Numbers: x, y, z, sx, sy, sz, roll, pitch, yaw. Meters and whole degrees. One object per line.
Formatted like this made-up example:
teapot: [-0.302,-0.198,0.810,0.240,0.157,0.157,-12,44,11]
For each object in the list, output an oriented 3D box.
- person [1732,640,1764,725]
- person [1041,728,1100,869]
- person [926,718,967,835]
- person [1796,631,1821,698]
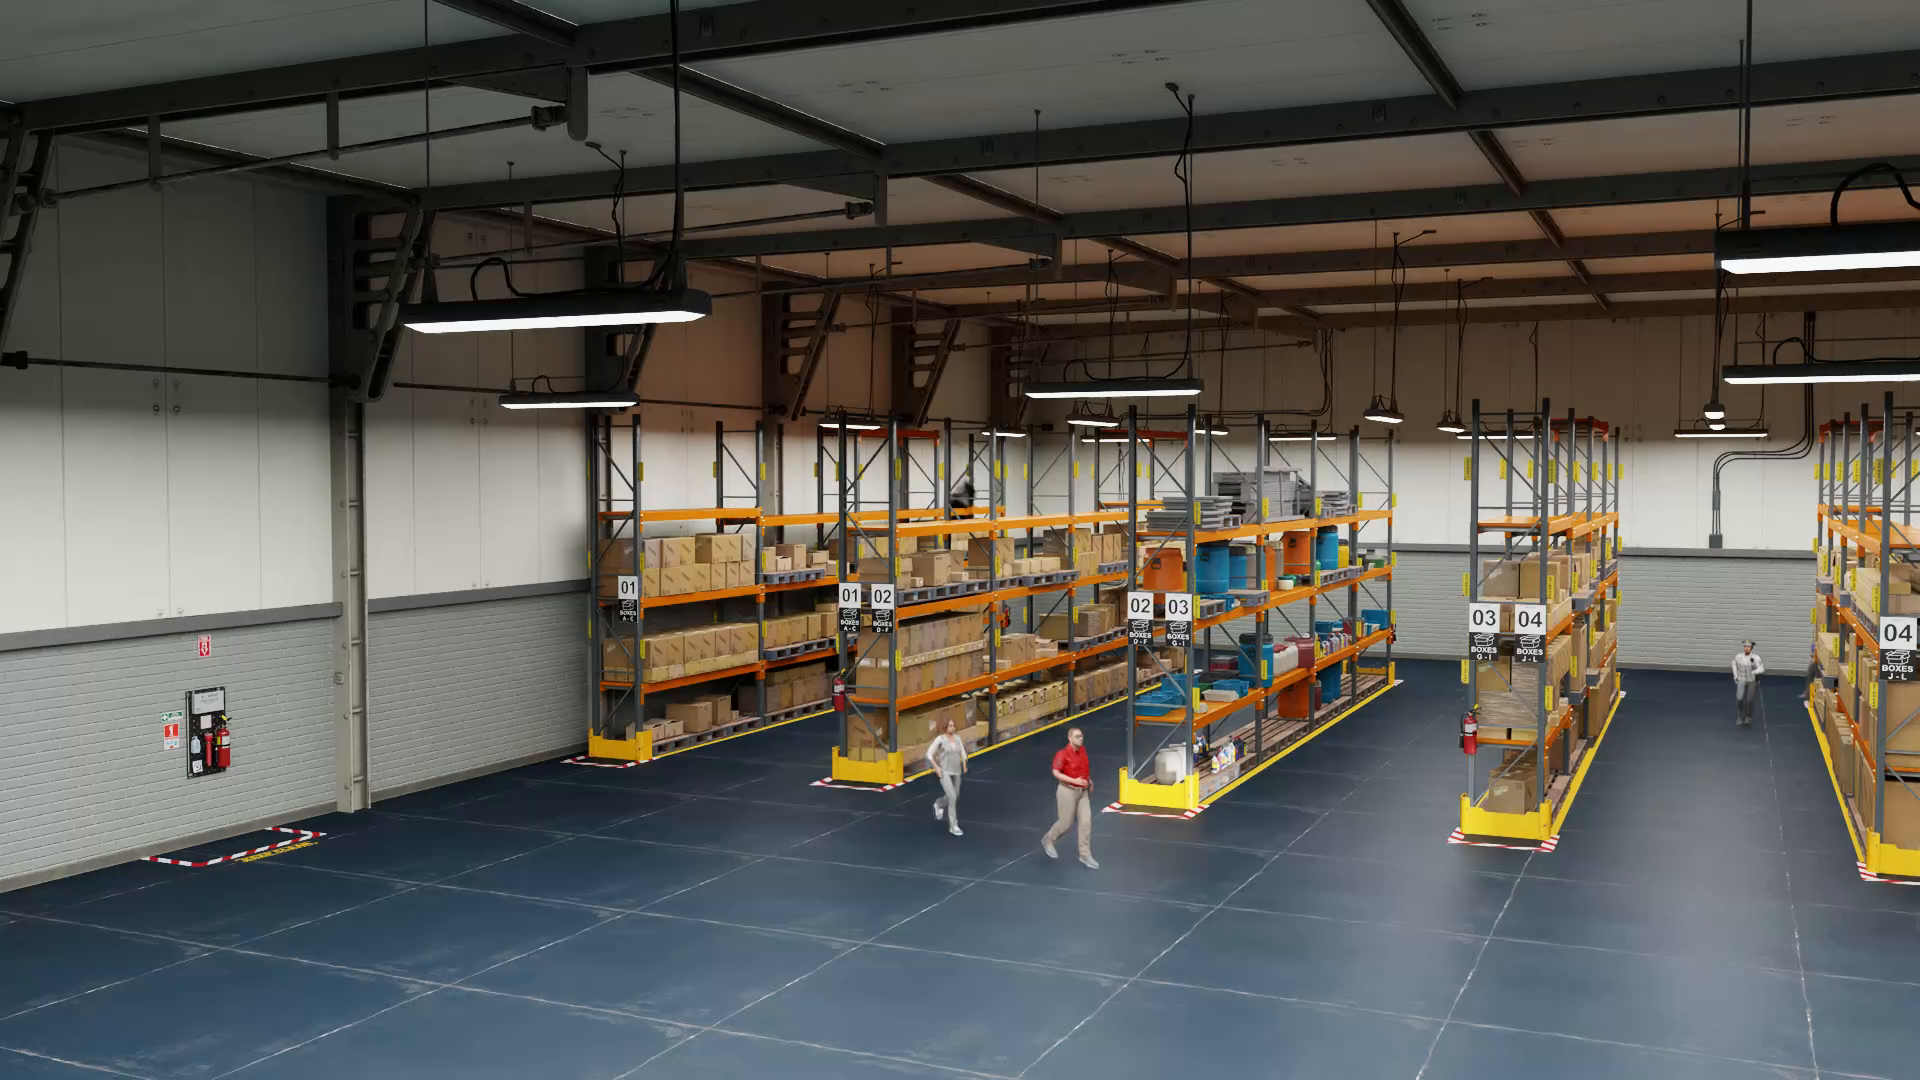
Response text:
person: [15.539,2.821,32.826,0.606,1.718,0.681,1,3,30]
person: [1.428,3.268,21.242,0.686,1.755,0.867,-2,3,-41]
person: [-0.184,3.260,23.140,0.562,1.585,0.786,-1,3,-32]
person: [18.859,2.696,36.419,0.867,1.633,0.608,1,2,14]
